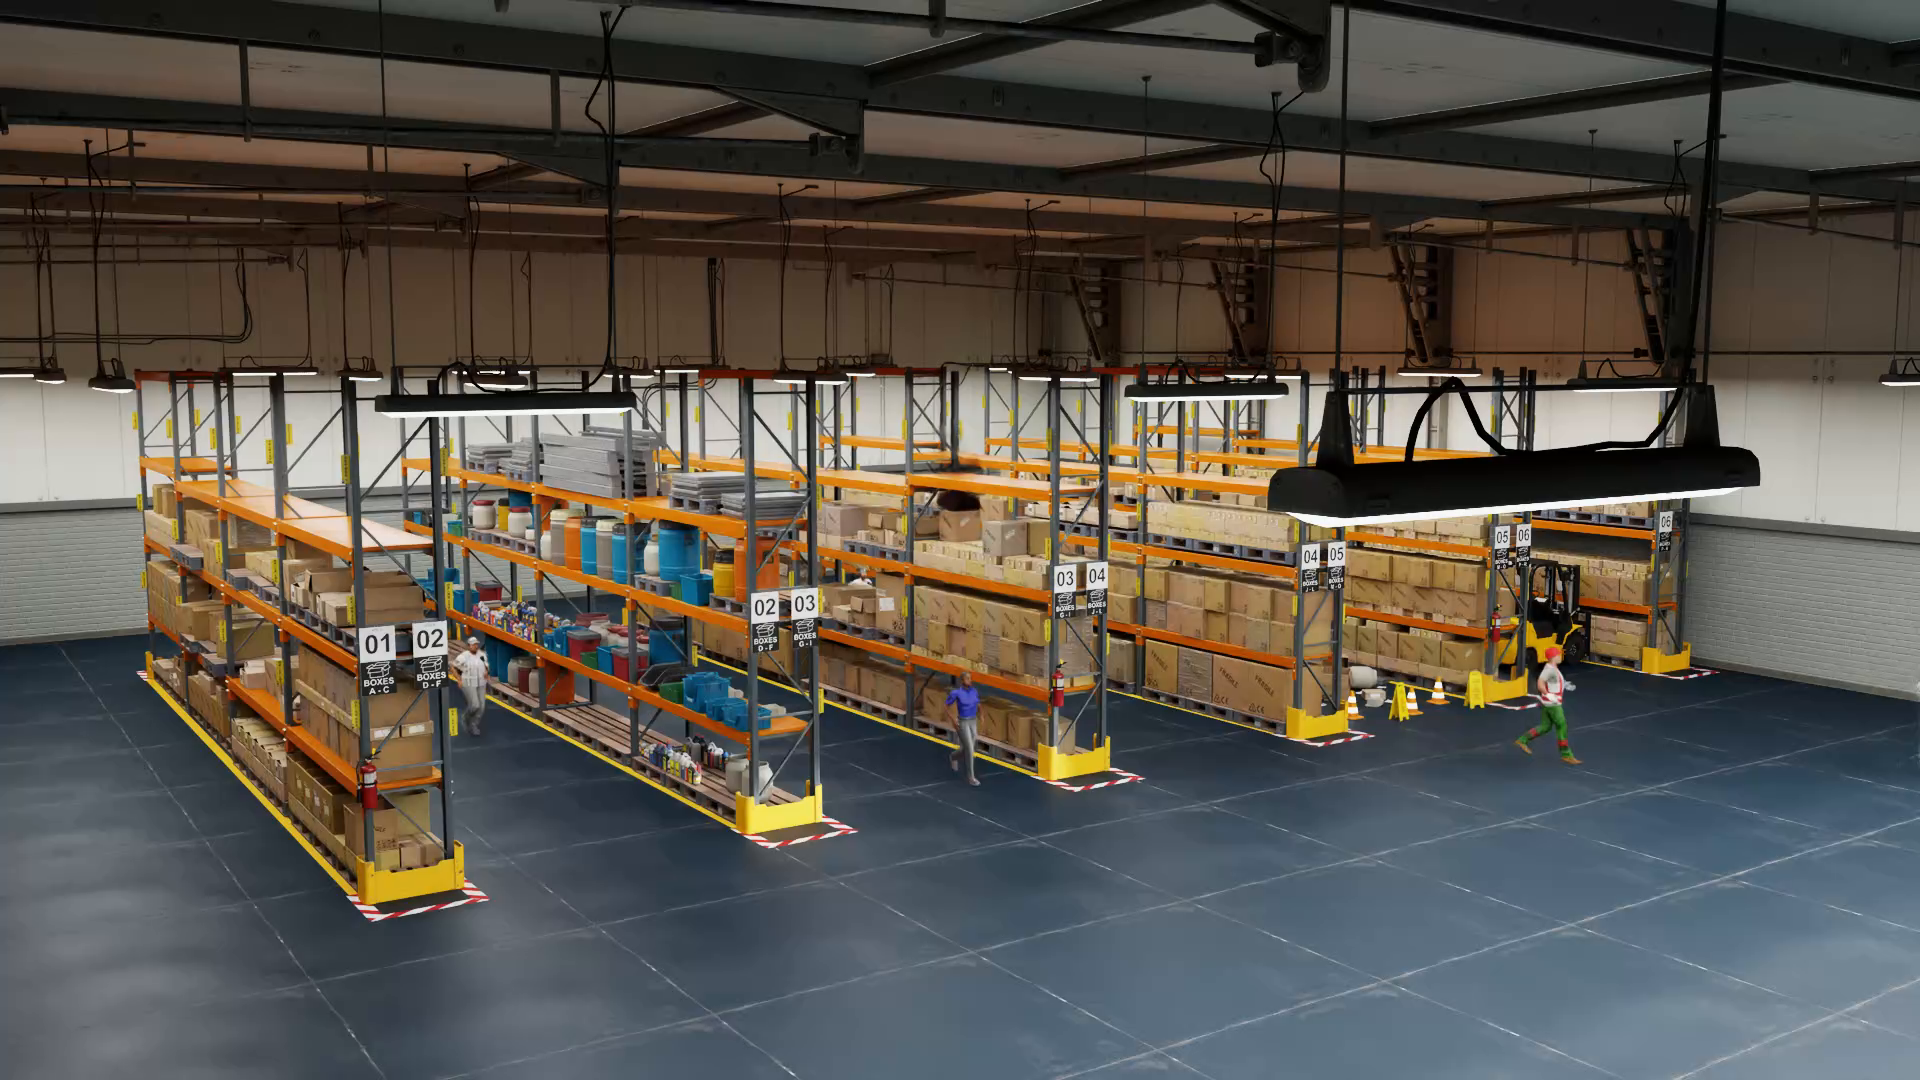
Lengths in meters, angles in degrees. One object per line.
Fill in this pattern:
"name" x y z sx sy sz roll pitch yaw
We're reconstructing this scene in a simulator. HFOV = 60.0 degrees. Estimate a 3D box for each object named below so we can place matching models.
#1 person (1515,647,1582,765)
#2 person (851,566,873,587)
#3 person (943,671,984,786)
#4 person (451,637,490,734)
"person" 9.107 2.539 25.652 0.993 1.796 0.654 1 7 12
"person" -2.140 1.408 36.375 0.618 1.695 0.834 -4 7 -30
"person" 0.047 2.751 24.623 0.598 1.658 0.816 -5 8 -38
"person" -8.023 2.418 27.499 0.592 1.629 0.583 -6 9 -43
